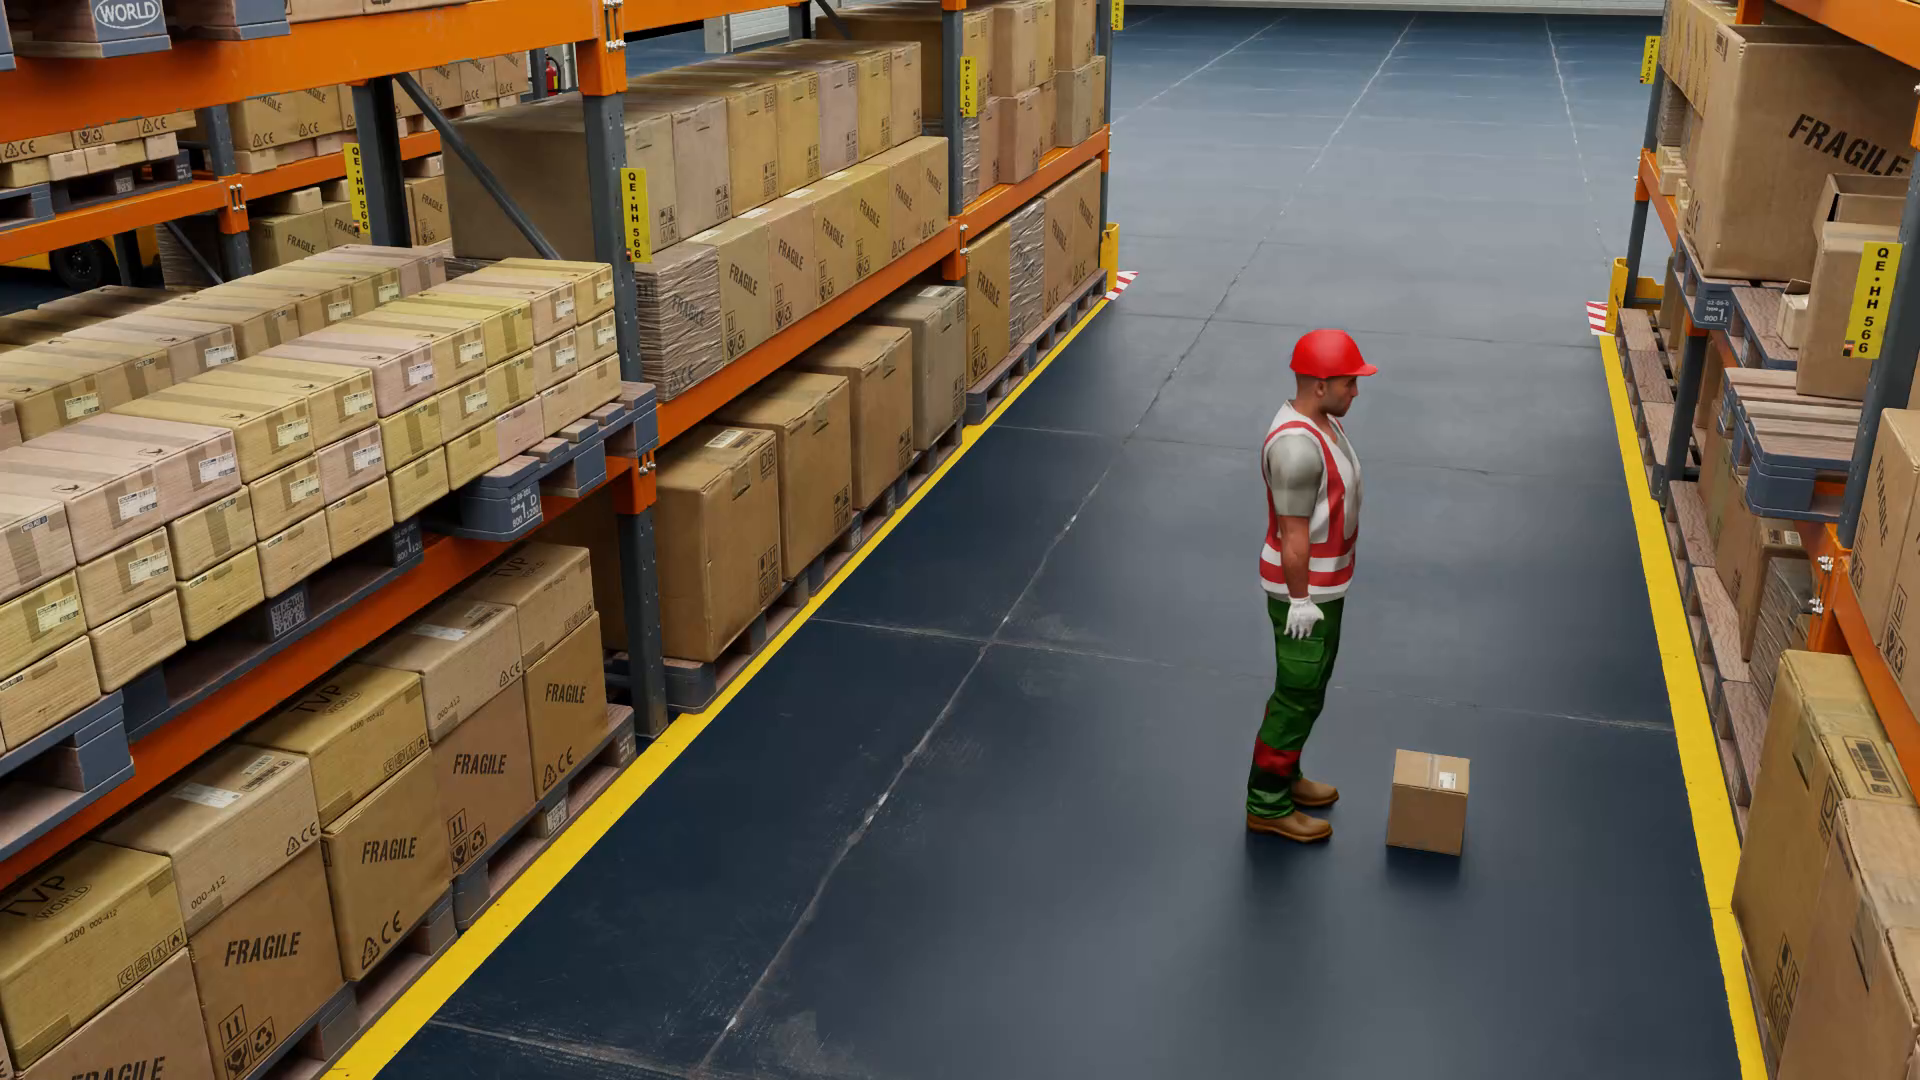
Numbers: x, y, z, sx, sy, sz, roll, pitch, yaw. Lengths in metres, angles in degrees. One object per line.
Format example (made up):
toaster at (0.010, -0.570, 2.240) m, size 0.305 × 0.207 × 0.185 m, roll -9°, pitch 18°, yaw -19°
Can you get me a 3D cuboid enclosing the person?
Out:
person at (1.187, 0.152, 5.685) m, size 0.346 × 1.779 × 0.527 m, roll 7°, pitch 23°, yaw 17°
